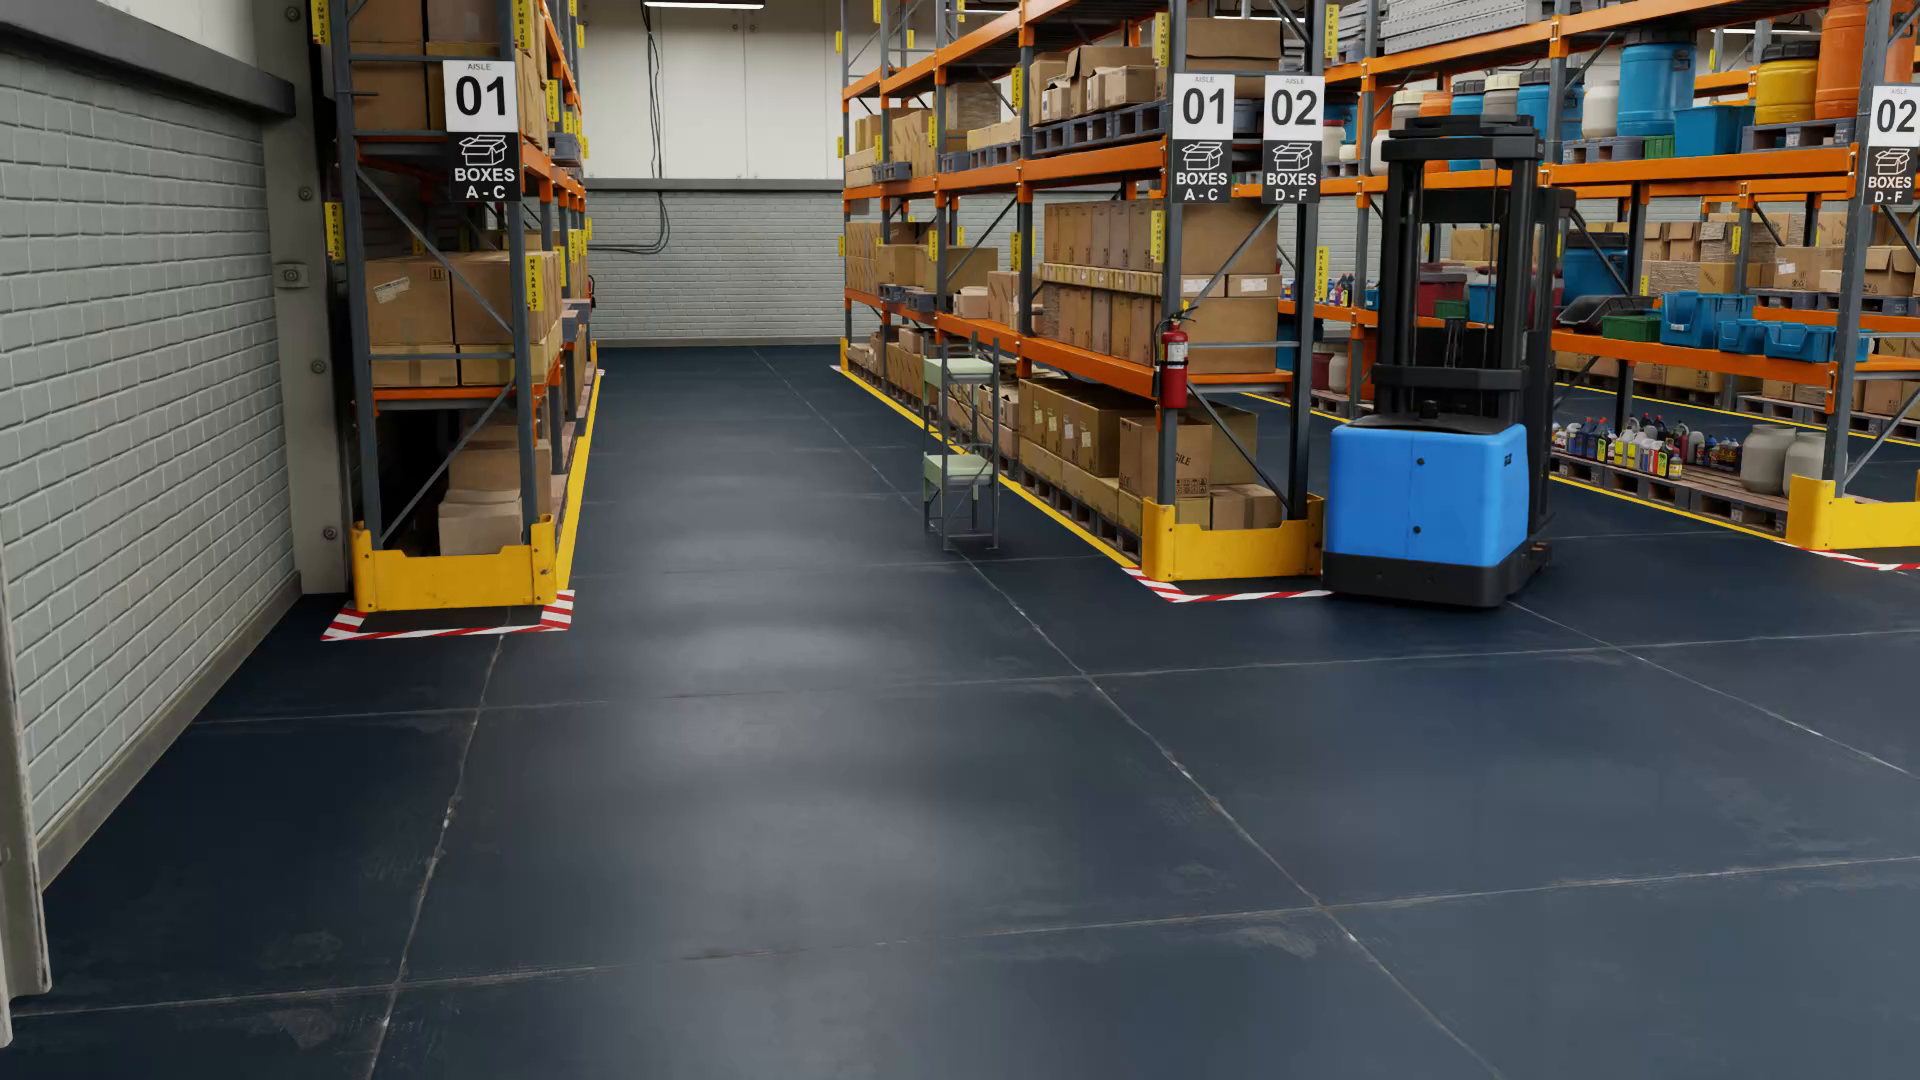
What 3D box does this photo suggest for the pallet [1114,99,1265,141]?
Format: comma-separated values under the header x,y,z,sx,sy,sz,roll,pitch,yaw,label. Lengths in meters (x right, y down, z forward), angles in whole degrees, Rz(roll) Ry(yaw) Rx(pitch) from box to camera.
x,y,z,sx,sy,sz,roll,pitch,yaw,label
1.685,-2.820,11.205,1.003,0.211,1.213,-2,11,-11,pallet

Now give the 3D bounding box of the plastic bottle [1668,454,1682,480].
x,y,z,sx,sy,sz,roll,pitch,yaw,label
5.870,-0.601,13.640,0.097,0.201,0.097,0,11,0,plastic bottle

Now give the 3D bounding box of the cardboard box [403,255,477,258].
x,y,z,sx,sy,sz,roll,pitch,yaw,label
-3.652,-1.741,11.666,0.500,0.500,0.500,-2,11,-10,cardboard box

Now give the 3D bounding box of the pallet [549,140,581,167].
x,y,z,sx,sy,sz,roll,pitch,yaw,label
-4.059,-3.501,15.046,1.213,0.211,1.003,-2,11,-11,pallet

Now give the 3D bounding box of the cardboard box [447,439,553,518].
x,y,z,sx,sy,sz,roll,pitch,yaw,label
-3.312,-0.438,11.983,0.700,0.500,0.500,-3,11,-15,cardboard box

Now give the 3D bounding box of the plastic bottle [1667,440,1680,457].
x,y,z,sx,sy,sz,roll,pitch,yaw,label
5.952,-0.693,13.901,0.061,0.283,0.133,-2,11,-11,plastic bottle

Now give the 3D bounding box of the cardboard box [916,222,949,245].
x,y,z,sx,sy,sz,roll,pitch,yaw,label
-0.352,-4.097,22.759,0.500,0.500,0.500,-2,11,-10,cardboard box

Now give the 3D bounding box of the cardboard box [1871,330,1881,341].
x,y,z,sx,sy,sz,roll,pitch,yaw,label
14.203,-3.150,25.637,0.380,0.149,0.250,-2,11,-9,cardboard box

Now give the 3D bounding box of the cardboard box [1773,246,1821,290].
x,y,z,sx,sy,sz,roll,pitch,yaw,label
10.104,-3.244,19.827,0.500,0.500,0.500,-4,11,-18,cardboard box

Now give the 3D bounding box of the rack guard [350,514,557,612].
x,y,z,sx,sy,sz,roll,pitch,yaw,label
-3.076,0.135,10.148,1.175,0.500,0.348,-2,11,-11,rack guard

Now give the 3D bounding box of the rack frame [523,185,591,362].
x,y,z,sx,sy,sz,roll,pitch,yaw,label
-6.173,-4.013,25.258,1.000,3.000,0.127,-2,11,-11,rack frame

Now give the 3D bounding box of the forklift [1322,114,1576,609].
x,y,z,sx,sy,sz,roll,pitch,yaw,label
3.370,-1.263,10.995,1.130,2.935,3.031,6,12,28,forklift

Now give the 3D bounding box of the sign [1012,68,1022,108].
x,y,z,sx,sy,sz,roll,pitch,yaw,label
0.489,-3.854,14.174,0.100,0.325,0.005,-2,11,-11,sign

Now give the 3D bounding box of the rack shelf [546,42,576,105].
x,y,z,sx,sy,sz,roll,pitch,yaw,label
-5.006,-5.310,19.021,1.077,0.370,4.000,-2,11,-11,rack shelf

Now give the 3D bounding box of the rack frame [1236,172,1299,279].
x,y,z,sx,sy,sz,roll,pitch,yaw,label
4.323,-3.640,23.297,1.000,3.000,0.127,-2,11,-11,rack frame

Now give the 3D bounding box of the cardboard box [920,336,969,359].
x,y,z,sx,sy,sz,roll,pitch,yaw,label
-0.186,-2.256,19.532,0.500,0.250,0.500,-2,11,-9,cardboard box

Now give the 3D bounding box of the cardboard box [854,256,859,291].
x,y,z,sx,sy,sz,roll,pitch,yaw,label
-1.286,-3.965,24.741,0.500,0.500,0.500,-2,11,-11,cardboard box

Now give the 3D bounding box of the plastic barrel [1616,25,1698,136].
x,y,z,sx,sy,sz,roll,pitch,yaw,label
5.968,-3.912,14.242,0.600,0.901,0.708,-2,11,-11,plastic barrel

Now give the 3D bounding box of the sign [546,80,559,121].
x,y,z,sx,sy,sz,roll,pitch,yaw,label
-3.308,-3.561,13.477,0.100,0.325,0.005,-2,11,-11,sign

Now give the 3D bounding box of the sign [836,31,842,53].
x,y,z,sx,sy,sz,roll,pitch,yaw,label
-1.847,-7.619,25.449,0.100,0.325,0.005,-2,11,-11,sign

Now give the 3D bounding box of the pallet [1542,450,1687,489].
x,y,z,sx,sy,sz,roll,pitch,yaw,label
5.969,-0.678,15.194,1.003,0.211,1.213,-2,11,-11,pallet

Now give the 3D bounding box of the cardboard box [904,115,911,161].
x,y,z,sx,sy,sz,roll,pitch,yaw,label
-0.358,-5.022,20.876,0.600,0.600,0.600,-2,11,-12,cardboard box

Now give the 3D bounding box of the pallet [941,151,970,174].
x,y,z,sx,sy,sz,roll,pitch,yaw,label
0.461,-3.986,17.600,1.213,0.211,1.003,-2,11,-8,pallet

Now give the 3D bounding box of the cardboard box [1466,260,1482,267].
x,y,z,sx,sy,sz,roll,pitch,yaw,label
8.434,-4.341,26.585,0.500,0.250,0.500,-2,11,-13,cardboard box

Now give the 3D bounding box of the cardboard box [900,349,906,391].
x,y,z,sx,sy,sz,roll,pitch,yaw,label
-0.477,-2.161,21.039,0.500,0.500,0.500,-2,11,-10,cardboard box

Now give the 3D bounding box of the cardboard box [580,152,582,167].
x,y,z,sx,sy,sz,roll,pitch,yaw,label
-5.562,-5.353,23.286,0.500,0.250,0.500,-2,11,-13,cardboard box

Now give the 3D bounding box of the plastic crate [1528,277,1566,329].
x,y,z,sx,sy,sz,roll,pitch,yaw,label
5.485,-2.282,15.990,0.402,0.464,0.583,-2,11,-11,plastic crate

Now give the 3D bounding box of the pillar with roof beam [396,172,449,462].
x,y,z,sx,sy,sz,roll,pitch,yaw,label
-0.990,-5.380,16.393,9.100,9.000,0.400,-2,11,-11,pillar with roof beam

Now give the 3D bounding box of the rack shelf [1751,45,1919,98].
x,y,z,sx,sy,sz,roll,pitch,yaw,label
10.348,-5.117,18.005,1.077,0.370,4.000,-2,11,-11,rack shelf

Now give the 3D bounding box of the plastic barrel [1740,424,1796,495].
x,y,z,sx,sy,sz,roll,pitch,yaw,label
6.357,-0.633,13.030,0.421,0.512,0.421,0,11,0,plastic barrel

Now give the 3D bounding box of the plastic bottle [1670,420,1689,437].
x,y,z,sx,sy,sz,roll,pitch,yaw,label
6.387,-0.885,14.733,0.144,0.351,0.185,-2,11,-11,plastic bottle

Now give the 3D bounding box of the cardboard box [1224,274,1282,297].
x,y,z,sx,sy,sz,roll,pitch,yaw,label
1.932,-1.707,11.140,0.380,0.149,0.250,-2,11,-11,cardboard box

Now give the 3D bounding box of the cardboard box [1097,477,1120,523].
x,y,z,sx,sy,sz,roll,pitch,yaw,label
1.294,-0.294,11.948,0.500,0.250,0.500,-2,11,-11,cardboard box

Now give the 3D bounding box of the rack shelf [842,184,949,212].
x,y,z,sx,sy,sz,roll,pitch,yaw,label
-0.925,-4.947,24.068,1.077,0.370,4.000,-2,11,-11,rack shelf

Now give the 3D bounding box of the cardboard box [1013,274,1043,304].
x,y,z,sx,sy,sz,roll,pitch,yaw,label
0.784,-2.280,15.887,0.500,0.500,0.500,-1,11,-7,cardboard box

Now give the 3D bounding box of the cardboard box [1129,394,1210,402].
x,y,z,sx,sy,sz,roll,pitch,yaw,label
1.622,-0.865,12.944,0.500,0.500,0.500,-2,11,-11,cardboard box

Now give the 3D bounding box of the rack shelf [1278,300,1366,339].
x,y,z,sx,sy,sz,roll,pitch,yaw,label
4.712,-2.919,21.437,1.077,0.370,4.000,-2,11,-11,rack shelf

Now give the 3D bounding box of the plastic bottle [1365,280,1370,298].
x,y,z,sx,sy,sz,roll,pitch,yaw,label
5.154,-3.153,21.054,0.061,0.283,0.133,-2,11,-11,plastic bottle

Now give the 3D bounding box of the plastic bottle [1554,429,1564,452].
x,y,z,sx,sy,sz,roll,pitch,yaw,label
5.531,-0.921,15.320,0.097,0.201,0.097,0,11,0,plastic bottle

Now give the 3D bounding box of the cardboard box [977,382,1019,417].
x,y,z,sx,sy,sz,roll,pitch,yaw,label
0.458,-1.375,16.128,0.500,0.311,0.500,-2,11,-11,cardboard box

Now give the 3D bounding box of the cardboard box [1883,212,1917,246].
x,y,z,sx,sy,sz,roll,pitch,yaw,label
14.218,-4.760,25.444,0.500,0.500,0.500,-2,11,-10,cardboard box

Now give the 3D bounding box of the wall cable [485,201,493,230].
x,y,z,sx,sy,sz,roll,pitch,yaw,label
-7.350,-4.713,26.217,0.084,1.984,1.851,-2,11,-11,wall cable

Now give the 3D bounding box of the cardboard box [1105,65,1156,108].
x,y,z,sx,sy,sz,roll,pitch,yaw,label
1.315,-3.136,11.531,0.500,0.250,0.500,-2,11,-11,cardboard box

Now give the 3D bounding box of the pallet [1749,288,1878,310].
x,y,z,sx,sy,sz,roll,pitch,yaw,label
10.203,-2.865,19.740,1.213,0.211,1.003,-2,11,-11,pallet

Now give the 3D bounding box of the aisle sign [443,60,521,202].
x,y,z,sx,sy,sz,roll,pitch,yaw,label
-2.753,-2.353,9.586,0.394,0.787,0.004,-2,11,-11,aisle sign

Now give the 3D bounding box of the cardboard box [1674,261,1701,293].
x,y,z,sx,sy,sz,roll,pitch,yaw,label
9.529,-3.308,21.289,0.500,0.500,0.500,-2,11,-12,cardboard box

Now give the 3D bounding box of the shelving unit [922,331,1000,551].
x,y,z,sx,sy,sz,roll,pitch,yaw,label
0.001,-0.736,12.050,0.431,1.500,0.755,-2,11,-11,shelving unit

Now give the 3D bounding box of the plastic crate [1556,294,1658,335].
x,y,z,sx,sy,sz,roll,pitch,yaw,label
5.856,-2.041,15.065,0.767,0.338,0.504,-2,11,-11,plastic crate

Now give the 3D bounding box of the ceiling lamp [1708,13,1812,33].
x,y,z,sx,sy,sz,roll,pitch,yaw,label
15.224,-11.133,31.007,2.000,3.185,0.800,-2,11,-11,ceiling lamp

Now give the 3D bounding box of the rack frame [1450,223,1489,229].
x,y,z,sx,sy,sz,roll,pitch,yaw,label
8.404,-4.553,28.098,1.000,3.000,0.127,-2,11,-11,rack frame

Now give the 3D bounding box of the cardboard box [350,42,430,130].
x,y,z,sx,sy,sz,roll,pitch,yaw,label
-3.390,-2.678,9.903,0.500,0.500,0.500,-1,11,-7,cardboard box

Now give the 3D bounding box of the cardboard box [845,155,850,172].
x,y,z,sx,sy,sz,roll,pitch,yaw,label
-1.470,-5.736,25.351,0.500,0.250,0.500,-2,11,-11,cardboard box

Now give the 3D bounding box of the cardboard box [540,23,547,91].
x,y,z,sx,sy,sz,roll,pitch,yaw,label
-3.475,-3.754,12.879,0.500,0.500,0.500,-3,11,-16,cardboard box

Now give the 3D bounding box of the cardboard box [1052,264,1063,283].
x,y,z,sx,sy,sz,roll,pitch,yaw,label
0.983,-2.211,13.789,0.380,0.149,0.250,-2,11,-13,cardboard box
